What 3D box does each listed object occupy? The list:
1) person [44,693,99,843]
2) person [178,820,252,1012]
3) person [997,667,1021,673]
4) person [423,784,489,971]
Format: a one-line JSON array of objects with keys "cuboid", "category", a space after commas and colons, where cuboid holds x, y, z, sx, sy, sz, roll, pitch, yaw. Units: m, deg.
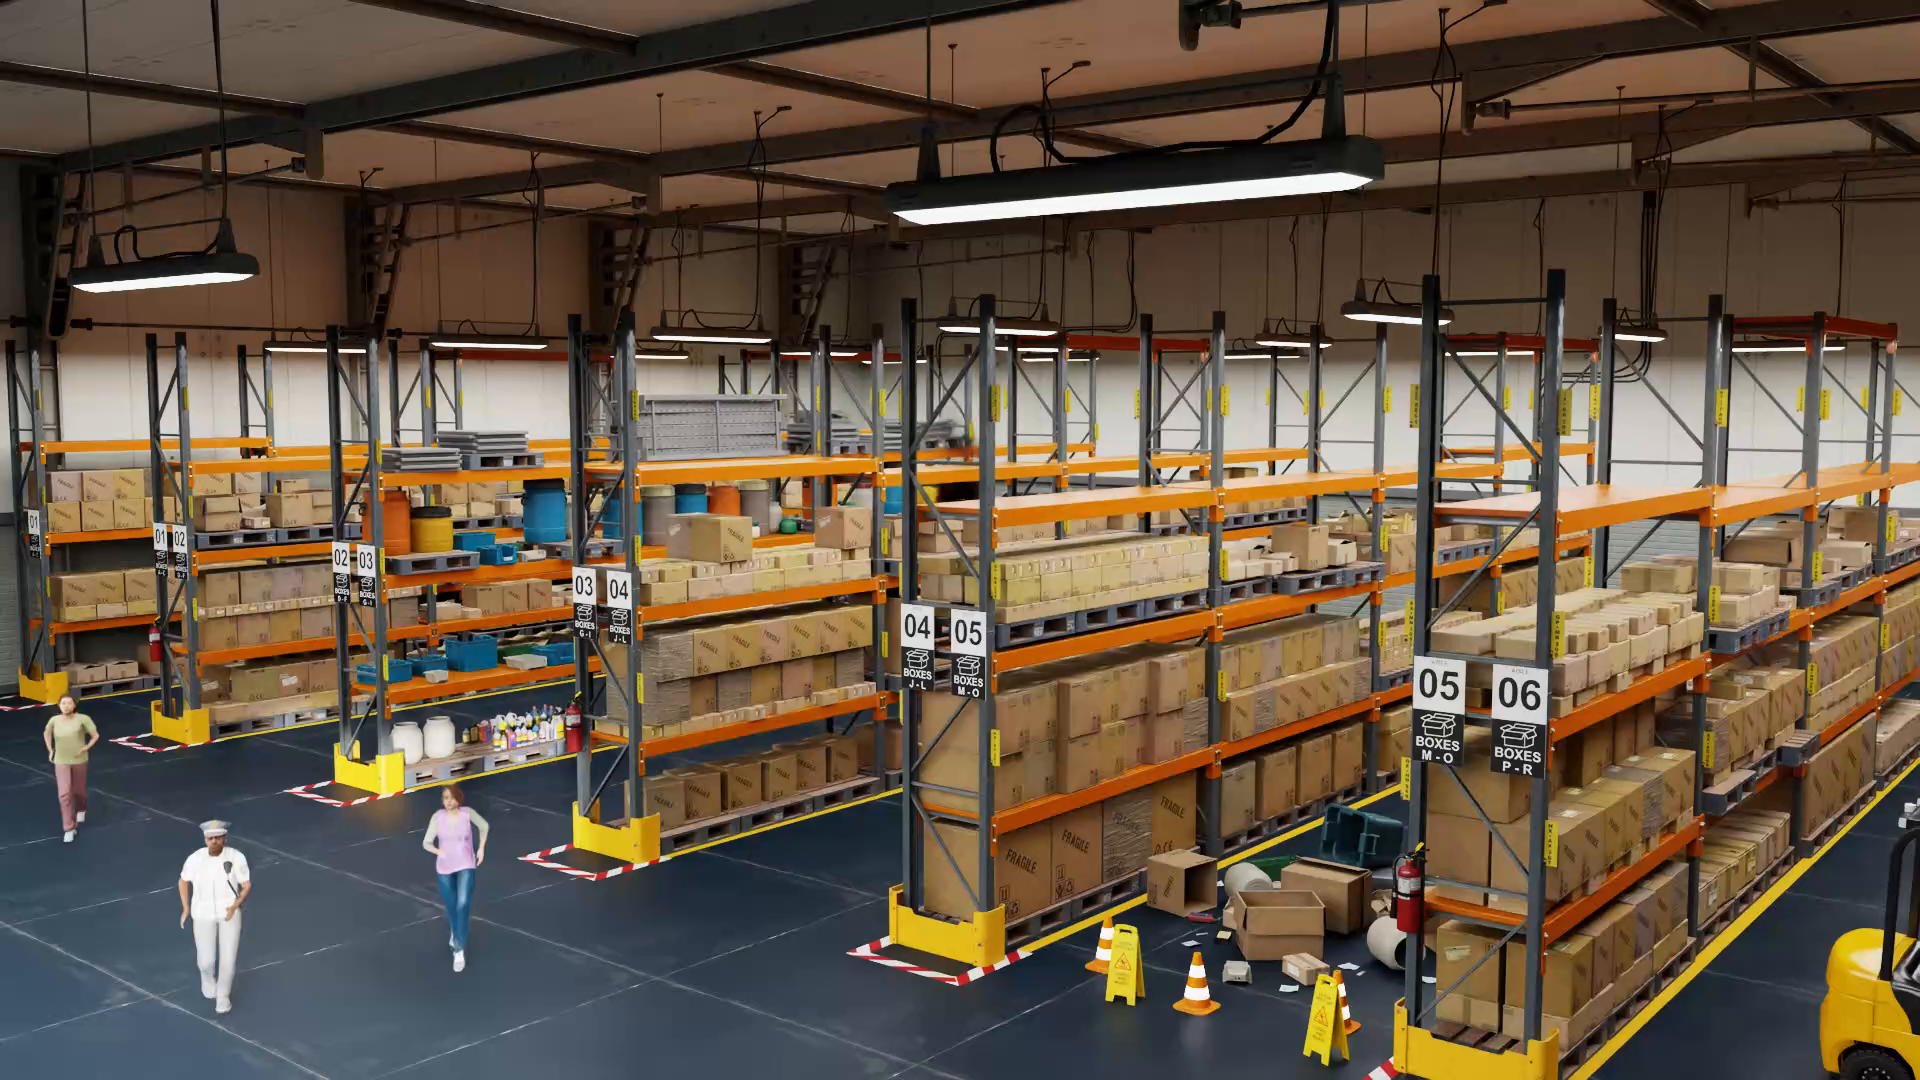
[{"cuboid": [-10.337, 2.599, 19.366, 0.587, 1.673, 0.894, -2, 6, -23], "category": "person"}, {"cuboid": [-6.154, 3.114, 13.748, 0.561, 1.647, 0.585, -2, 6, -22], "category": "person"}, {"cuboid": [0.636, 2.145, 20.417, 0.658, 1.819, 0.884, 4, 6, 34], "category": "person"}, {"cuboid": [-4.580, 3.017, 15.113, 0.544, 1.635, 0.724, -1, 5, -6], "category": "person"}]
